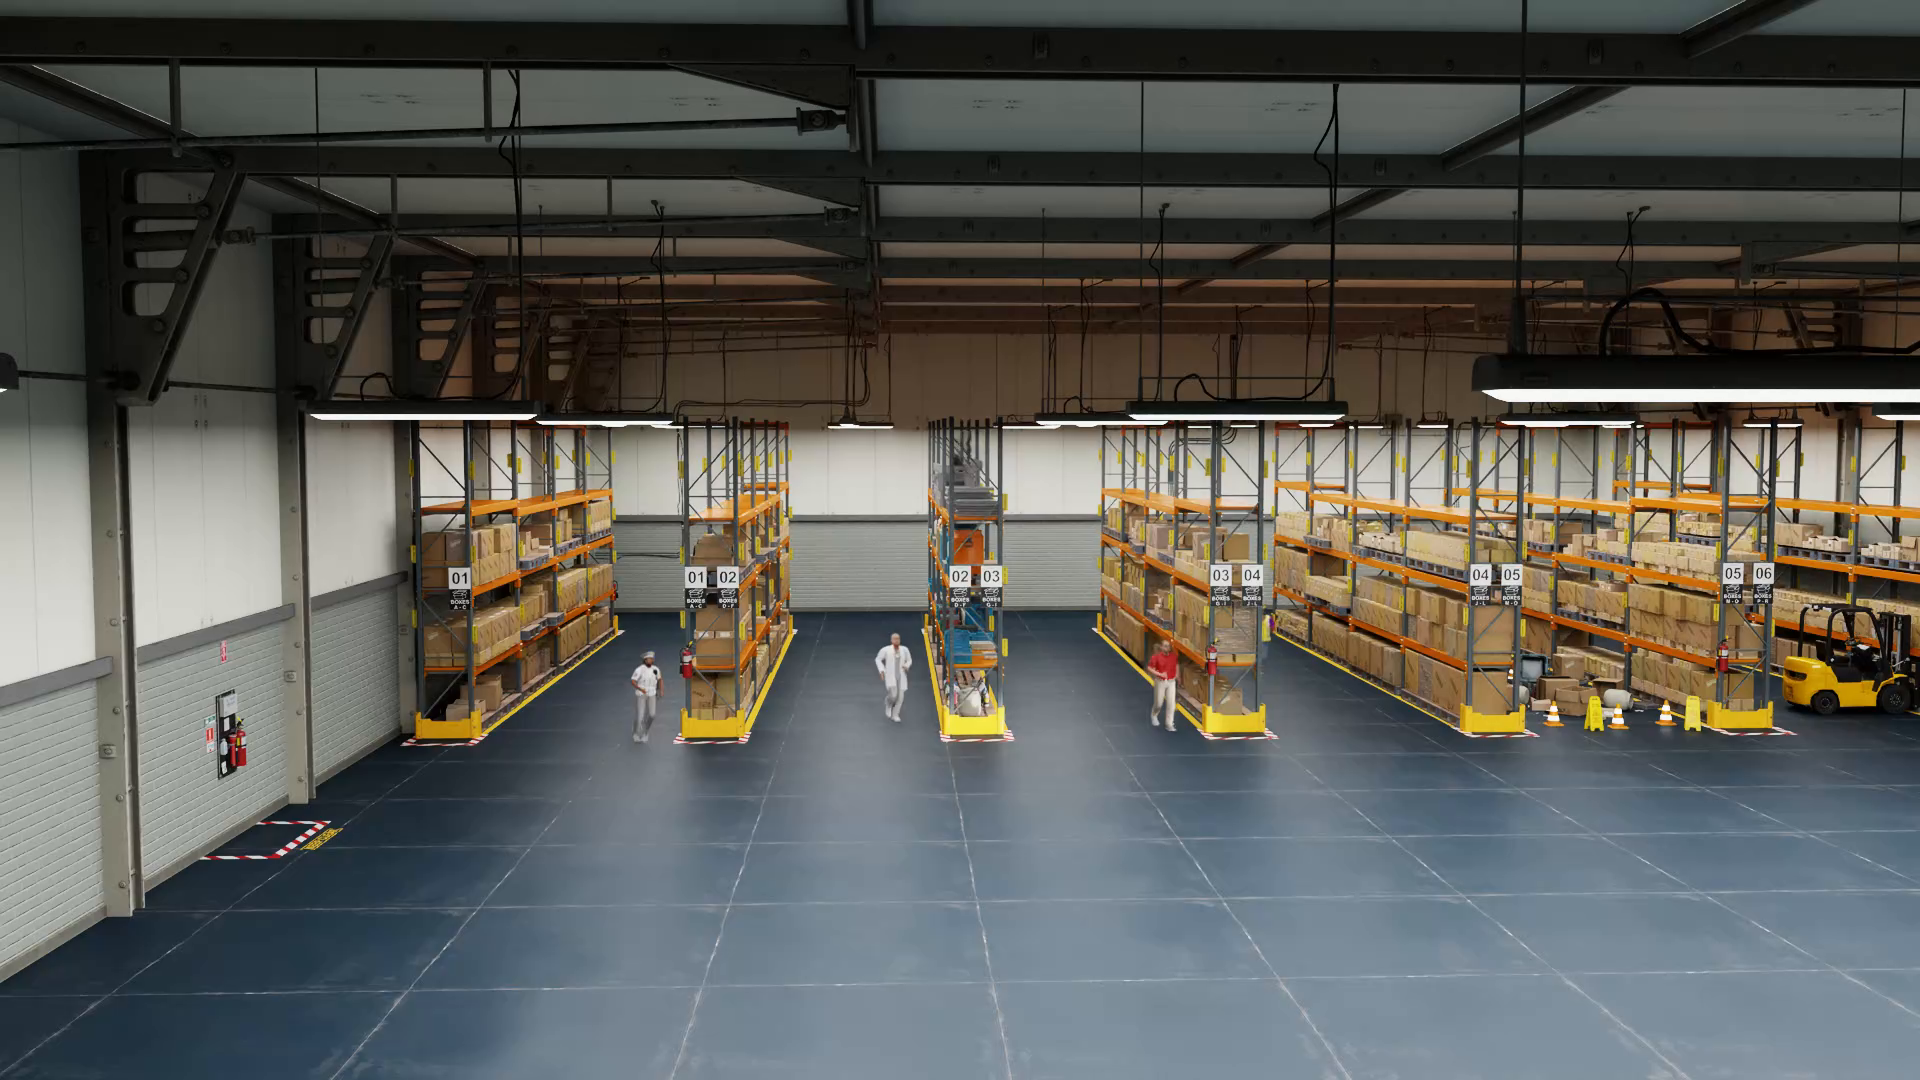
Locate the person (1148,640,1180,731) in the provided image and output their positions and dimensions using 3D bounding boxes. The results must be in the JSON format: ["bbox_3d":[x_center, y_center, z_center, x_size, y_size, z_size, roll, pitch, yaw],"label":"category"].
[{"bbox_3d":[3.922,2.767,31.872,0.686,1.702,0.871,-1,4,-13],"label":"person"}]

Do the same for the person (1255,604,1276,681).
[{"bbox_3d":[6.928,2.351,38.231,0.672,1.813,0.715,0,4,-7],"label":"person"}]

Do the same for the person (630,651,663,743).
[{"bbox_3d":[-5.762,2.893,30.718,0.648,1.679,0.592,-2,4,-27],"label":"person"}]

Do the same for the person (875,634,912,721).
[{"bbox_3d":[-1.260,2.715,32.754,0.701,1.735,0.624,-1,4,-19],"label":"person"}]
